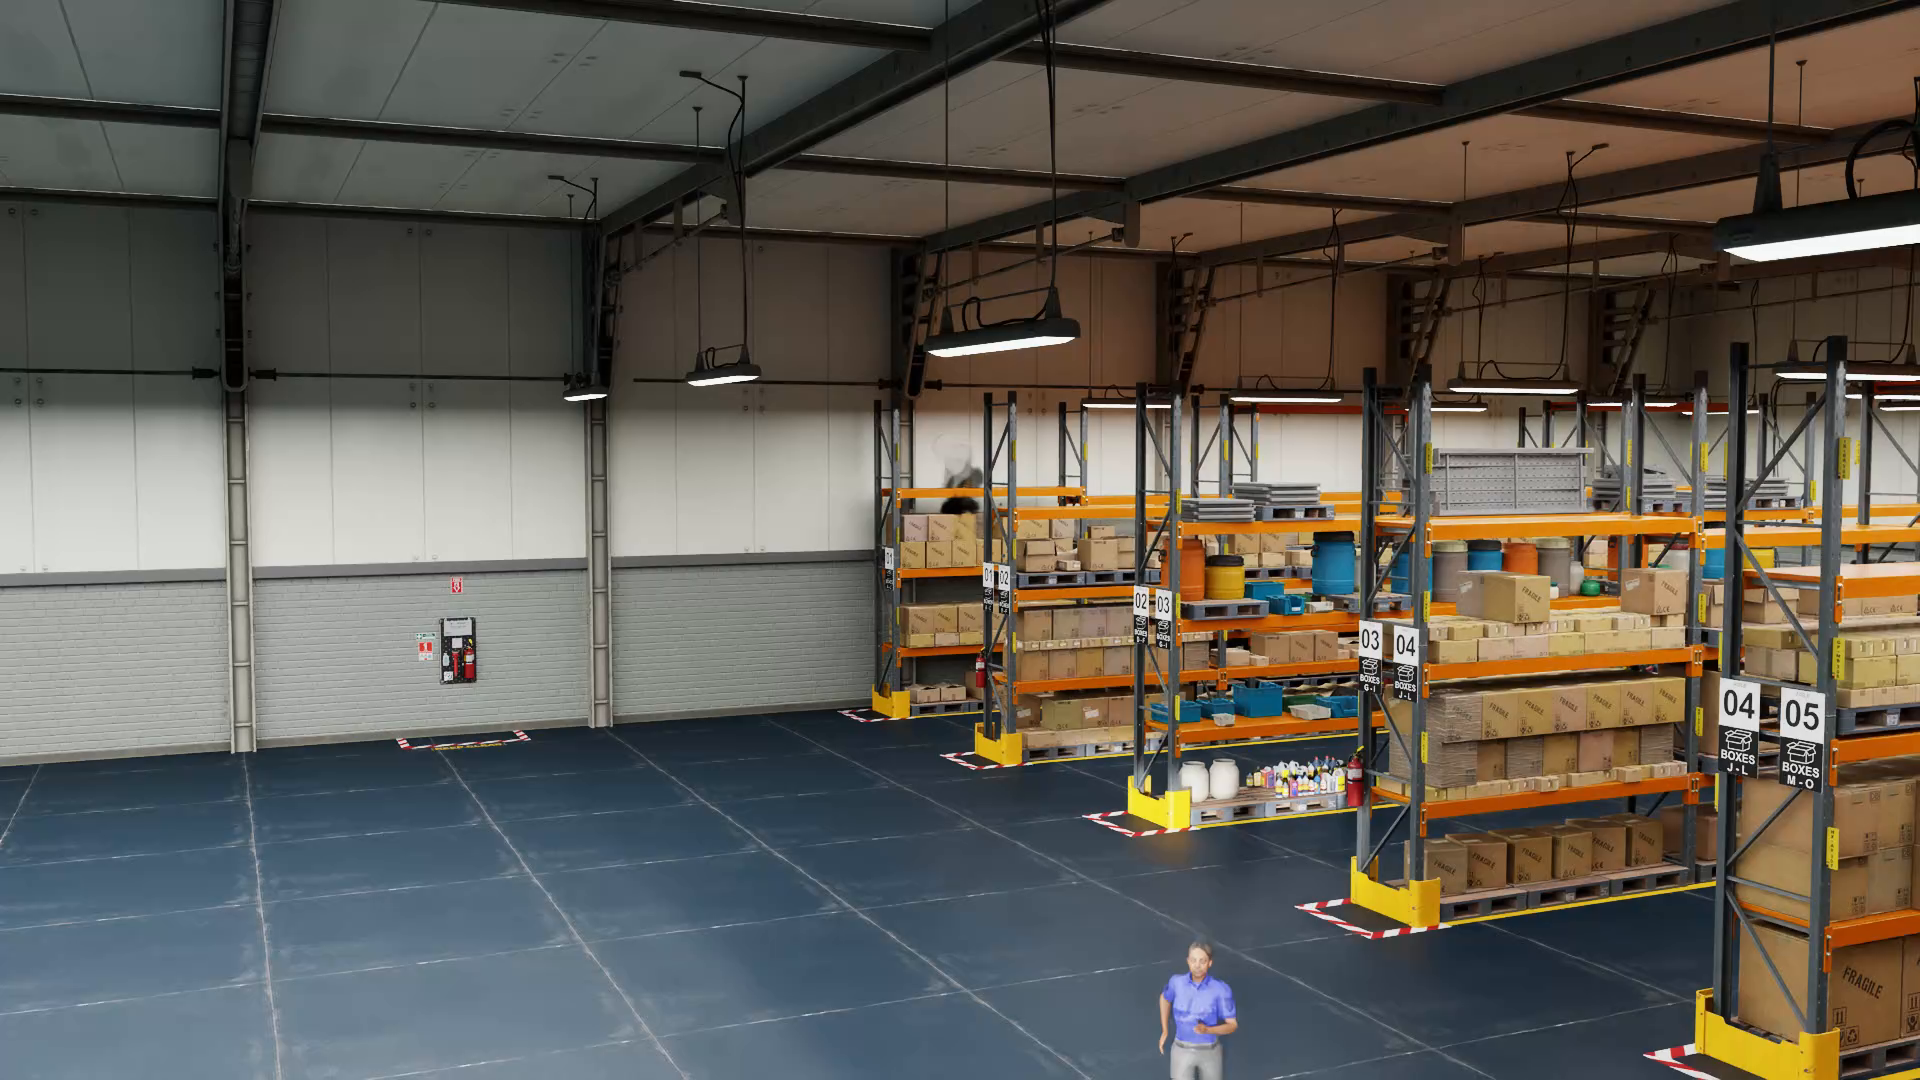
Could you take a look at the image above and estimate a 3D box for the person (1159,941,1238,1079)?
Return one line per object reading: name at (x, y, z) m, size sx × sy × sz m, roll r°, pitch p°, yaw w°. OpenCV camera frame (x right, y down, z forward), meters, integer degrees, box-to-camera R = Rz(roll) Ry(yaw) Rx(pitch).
person at (1.661, 3.643, 11.640) m, size 0.559 × 1.687 × 0.869 m, roll 1°, pitch 3°, yaw 12°
